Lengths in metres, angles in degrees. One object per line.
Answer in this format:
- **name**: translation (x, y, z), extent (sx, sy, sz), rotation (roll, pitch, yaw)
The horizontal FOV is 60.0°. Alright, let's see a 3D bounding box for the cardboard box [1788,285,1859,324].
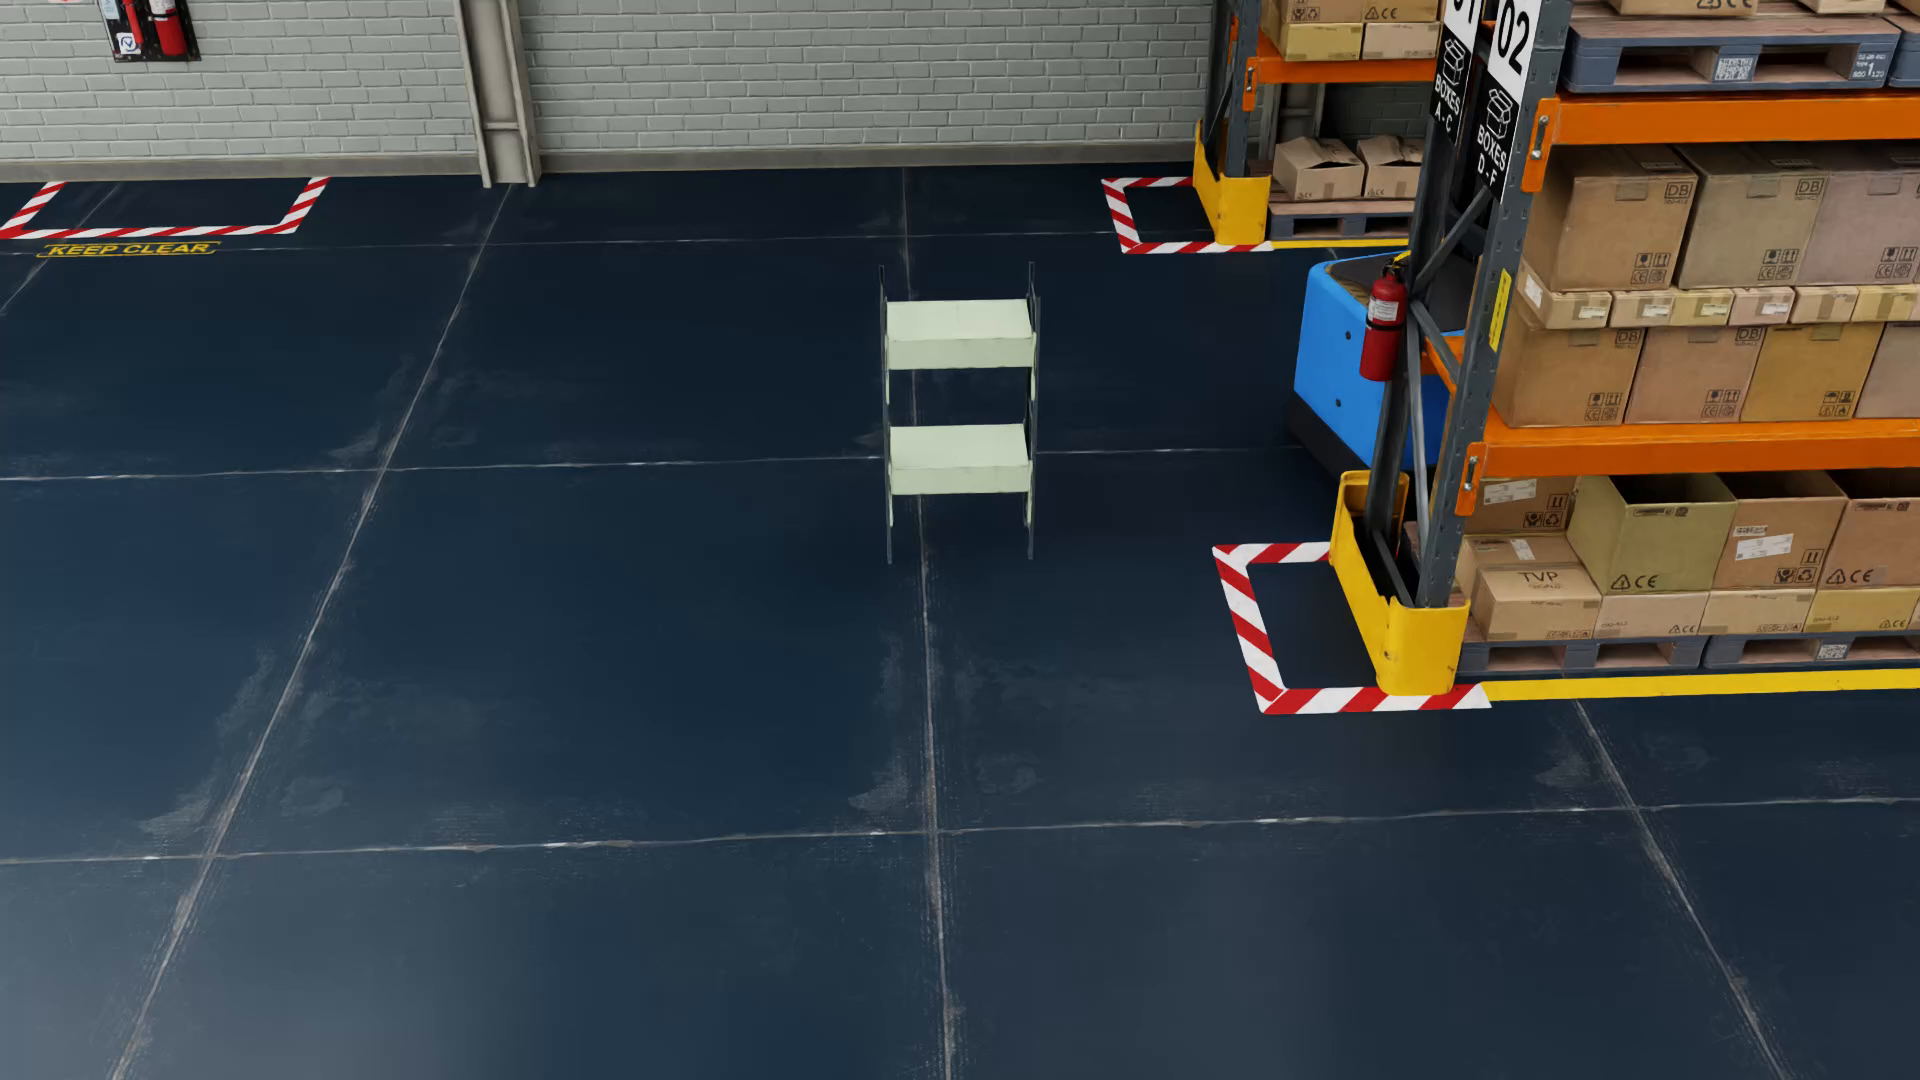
- **cardboard box**: translation (3.569, -1.068, 7.036), extent (0.250, 0.149, 0.380), rotation (-3, 35, -4)

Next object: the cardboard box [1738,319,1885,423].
- **cardboard box**: translation (3.623, -0.917, 7.387), extent (0.500, 0.500, 0.700), rotation (-1, 35, -2)

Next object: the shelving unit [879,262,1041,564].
- **shelving unit**: translation (-0.007, -0.617, 8.359), extent (0.755, 1.500, 0.431), rotation (-2, 35, -2)

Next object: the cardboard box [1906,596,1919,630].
- **cardboard box**: translation (4.679, 0.173, 7.947), extent (0.500, 0.250, 0.500), rotation (-2, 35, -2)

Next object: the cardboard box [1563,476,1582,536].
- **cardboard box**: translation (3.156, -0.088, 8.325), extent (0.500, 0.250, 0.500), rotation (-2, 35, -2)

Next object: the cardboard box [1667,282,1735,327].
- **cardboard box**: translation (3.050, -1.054, 7.015), extent (0.250, 0.149, 0.380), rotation (-1, 35, -2)

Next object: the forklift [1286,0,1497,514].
- **forklift**: translation (3.463, -1.825, 8.847), extent (3.031, 2.935, 1.130), rotation (-10, 36, -14)

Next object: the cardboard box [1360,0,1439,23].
- **cardboard box**: translation (2.882, -3.764, 11.044), extent (0.500, 0.500, 0.500), rotation (-1, 35, -2)

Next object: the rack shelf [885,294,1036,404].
- **rack shelf**: translation (-0.007, -0.937, 8.137), extent (0.720, 0.370, 0.431), rotation (-2, 35, -2)

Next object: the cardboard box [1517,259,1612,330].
- **cardboard box**: translation (2.538, -1.039, 6.994), extent (0.250, 0.149, 0.380), rotation (-2, 35, -3)

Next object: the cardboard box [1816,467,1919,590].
- **cardboard box**: translation (4.180, -0.121, 7.713), extent (0.500, 0.500, 0.500), rotation (-2, 35, -2)

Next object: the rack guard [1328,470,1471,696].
- **rack guard**: translation (2.111, 0.185, 8.079), extent (0.348, 0.500, 1.175), rotation (-2, 35, -2)

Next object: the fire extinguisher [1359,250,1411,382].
- **fire extinguisher**: translation (1.995, -1.072, 7.768), extent (0.183, 0.674, 0.296), rotation (-2, 35, -2)

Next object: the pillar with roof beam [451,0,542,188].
- **pillar with roof beam**: translation (-3.234, -4.028, 6.699), extent (0.400, 9.000, 9.100), rotation (-2, 35, -2)

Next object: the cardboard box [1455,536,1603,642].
- **cardboard box**: translation (2.682, 0.227, 7.870), extent (0.500, 0.250, 0.500), rotation (-2, 35, -2)

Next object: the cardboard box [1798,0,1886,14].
- **cardboard box**: translation (3.319, -2.135, 6.329), extent (0.250, 0.149, 0.380), rotation (-2, 35, -2)

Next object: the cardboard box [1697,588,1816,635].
- **cardboard box**: translation (3.680, 0.198, 7.912), extent (0.500, 0.250, 0.500), rotation (-2, 35, -2)

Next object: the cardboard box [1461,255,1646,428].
- **cardboard box**: translation (2.602, -0.890, 7.348), extent (0.500, 0.500, 0.700), rotation (-2, 35, -2)

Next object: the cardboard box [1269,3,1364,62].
- **cardboard box**: translation (2.400, -3.438, 11.233), extent (0.500, 0.250, 0.500), rotation (-3, 35, -4)

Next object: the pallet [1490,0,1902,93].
- **pallet**: translation (2.843, -2.045, 6.547), extent (1.213, 0.211, 1.003), rotation (-2, 35, -2)

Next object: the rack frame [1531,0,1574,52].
- **rack frame**: translation (2.135, -3.310, 5.662), extent (0.127, 3.000, 1.000), rotation (-2, 35, -2)

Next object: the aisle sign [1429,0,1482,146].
- **aisle sign**: translation (2.056, -2.078, 6.868), extent (0.004, 0.787, 0.394), rotation (-2, 35, -2)

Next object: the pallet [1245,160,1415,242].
- **pallet**: translation (2.786, -2.516, 12.237), extent (1.213, 0.211, 1.003), rotation (-2, 35, -2)

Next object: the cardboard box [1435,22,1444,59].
- **cardboard box**: translation (3.427, -3.471, 11.280), extent (0.500, 0.250, 0.500), rotation (-2, 35, -3)

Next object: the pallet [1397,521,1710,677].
- **pallet**: translation (2.897, 0.259, 8.227), extent (1.213, 0.211, 1.003), rotation (-2, 35, -2)

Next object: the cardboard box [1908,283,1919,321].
- **cardboard box**: translation (4.073, -1.080, 7.054), extent (0.250, 0.149, 0.380), rotation (-1, 35, -2)

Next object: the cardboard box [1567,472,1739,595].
- **cardboard box**: translation (3.181, -0.096, 7.678), extent (0.500, 0.500, 0.500), rotation (-2, 35, -2)

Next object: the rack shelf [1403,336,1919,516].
- **rack shelf**: translation (4.133, -0.601, 7.652), extent (4.000, 0.370, 1.077), rotation (-2, 35, -2)

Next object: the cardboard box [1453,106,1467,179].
- **cardboard box**: translation (3.897, -2.786, 11.986), extent (0.500, 0.500, 0.700), rotation (-4, 35, -5)

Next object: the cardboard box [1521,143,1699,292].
- **cardboard box**: translation (2.655, -1.425, 6.981), extent (0.500, 0.500, 0.700), rotation (-1, 35, -2)

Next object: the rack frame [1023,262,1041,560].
- **rack frame**: translation (0.359, -0.626, 8.373), extent (0.023, 1.500, 0.400), rotation (-2, 35, -2)

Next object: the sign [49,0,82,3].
- **sign**: translation (-6.465, -4.022, 11.930), extent (0.234, 0.329, 0.001), rotation (-2, 35, -2)

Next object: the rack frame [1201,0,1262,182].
- **rack frame**: translation (1.897, -3.659, 11.438), extent (0.127, 3.000, 1.000), rotation (-2, 35, -2)

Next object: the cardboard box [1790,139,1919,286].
- **cardboard box**: translation (3.684, -1.456, 7.026), extent (0.500, 0.500, 0.700), rotation (-1, 35, -2)

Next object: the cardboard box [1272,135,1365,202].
- **cardboard box**: translation (2.593, -2.702, 12.031), extent (0.500, 0.311, 0.500), rotation (-5, 35, -8)
